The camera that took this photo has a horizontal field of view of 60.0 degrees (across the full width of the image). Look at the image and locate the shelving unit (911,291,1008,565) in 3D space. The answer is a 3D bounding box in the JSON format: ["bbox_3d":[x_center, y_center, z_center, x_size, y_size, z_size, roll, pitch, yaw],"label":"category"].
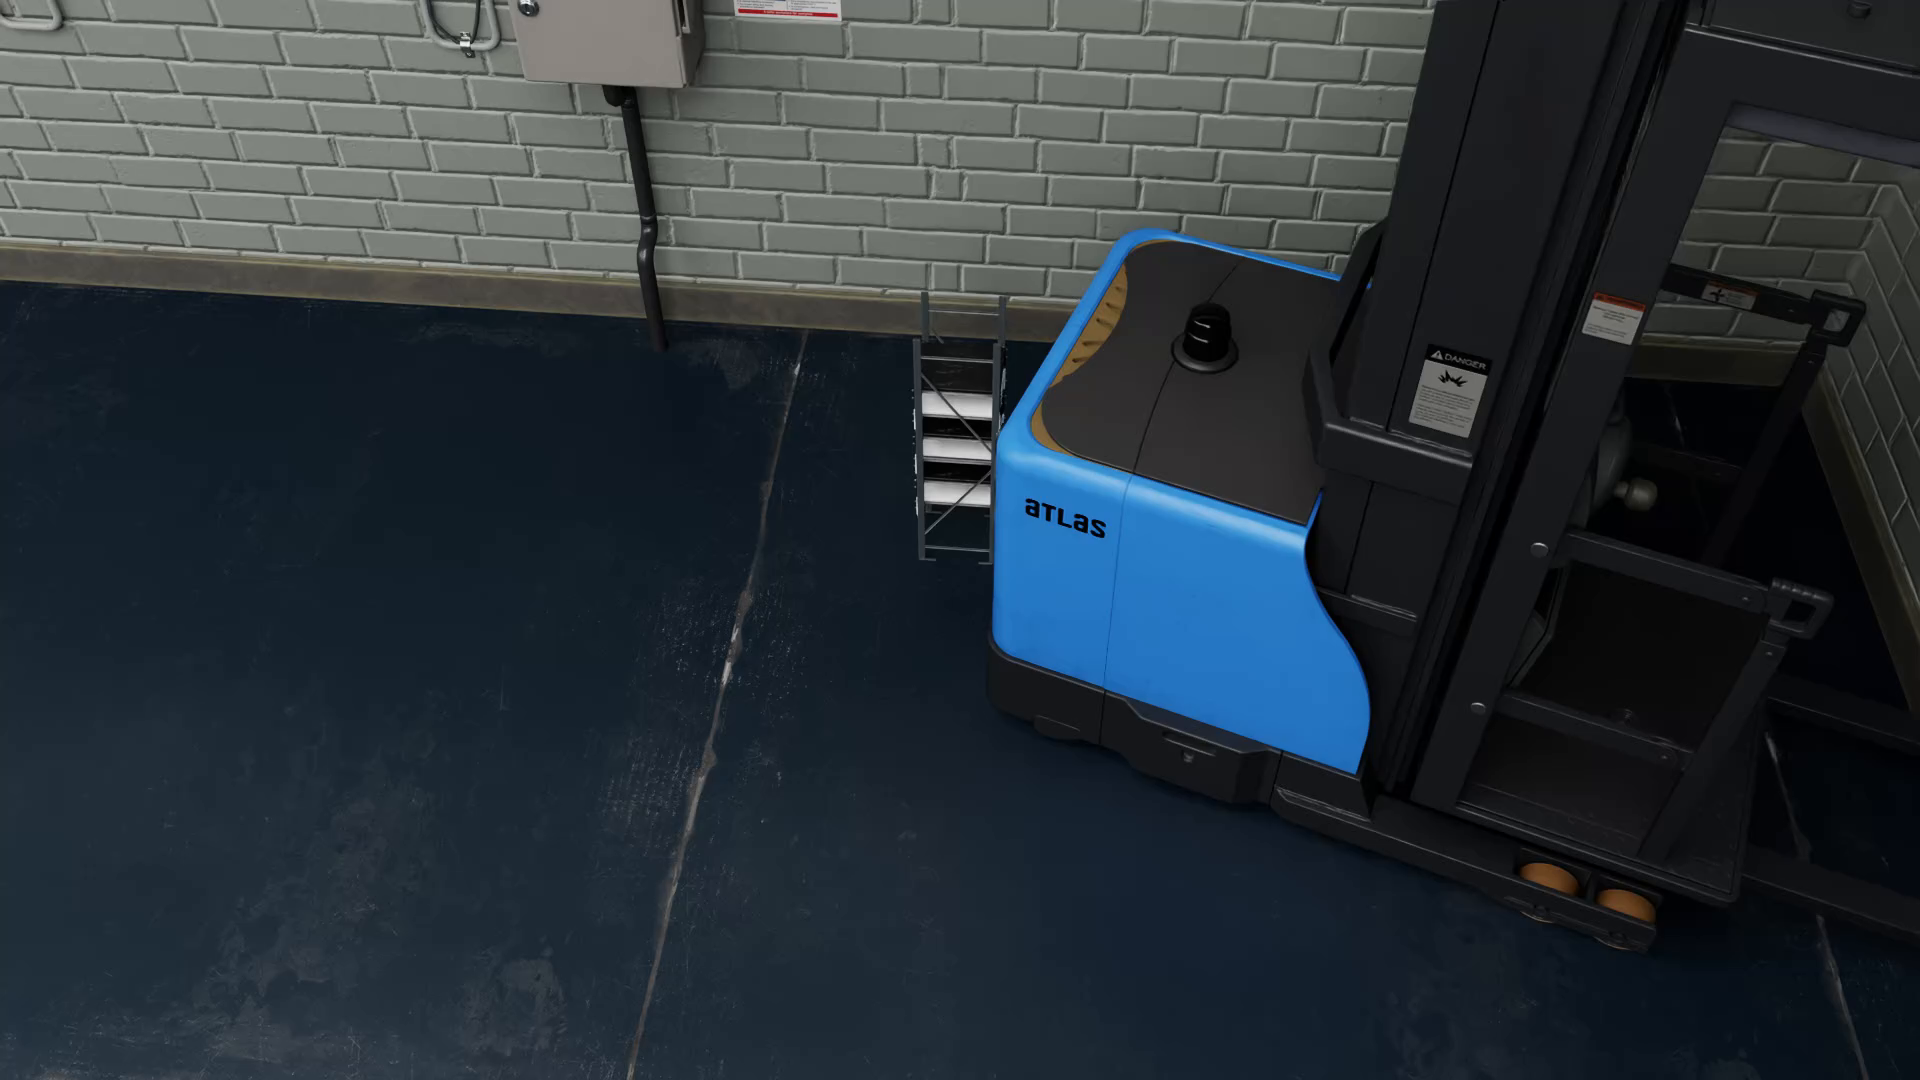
[{"bbox_3d":[0.001,-0.310,4.923,0.258,0.900,0.210,4,48,4],"label":"shelving unit"}]

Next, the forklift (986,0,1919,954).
[{"bbox_3d":[1.638,-0.386,3.617,3.031,2.935,1.130,18,50,16],"label":"forklift"}]

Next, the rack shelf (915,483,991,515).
[{"bbox_3d":[0.001,-0.166,5.081,0.258,0.077,0.200,4,48,4],"label":"rack shelf"}]

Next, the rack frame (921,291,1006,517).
[{"bbox_3d":[0.010,-0.384,4.992,0.240,0.900,0.006,4,48,4],"label":"rack frame"}]

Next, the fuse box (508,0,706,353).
[{"bbox_3d":[-1.035,-1.235,5.220,0.539,1.711,0.414,4,48,4],"label":"fuse box"}]

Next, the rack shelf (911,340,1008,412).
[{"bbox_3d":[0.001,-0.469,4.749,0.258,0.077,0.200,4,48,4],"label":"rack shelf"}]

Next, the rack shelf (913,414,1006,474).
[{"bbox_3d":[0.001,-0.287,4.948,0.258,0.077,0.200,4,48,4],"label":"rack shelf"}]

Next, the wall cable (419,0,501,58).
[{"bbox_3d":[-1.700,-2.174,4.517,0.588,1.984,0.122,4,48,4],"label":"wall cable"}]

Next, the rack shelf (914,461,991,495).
[{"bbox_3d":[0.001,-0.226,5.014,0.258,0.077,0.200,4,48,4],"label":"rack shelf"}]

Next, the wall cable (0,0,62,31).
[{"bbox_3d":[-3.113,-2.272,4.585,0.585,1.953,0.123,4,48,4],"label":"wall cable"}]

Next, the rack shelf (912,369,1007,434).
[{"bbox_3d":[0.001,-0.409,4.815,0.258,0.077,0.200,4,48,4],"label":"rack shelf"}]

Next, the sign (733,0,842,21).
[{"bbox_3d":[-0.524,-1.757,4.888,0.329,0.494,0.001,4,48,4],"label":"sign"}]

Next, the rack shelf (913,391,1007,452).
[{"bbox_3d":[0.001,-0.348,4.882,0.258,0.077,0.200,4,48,4],"label":"rack shelf"}]

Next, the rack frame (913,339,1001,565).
[{"bbox_3d":[-0.009,-0.235,4.855,0.240,0.900,0.006,4,48,4],"label":"rack frame"}]
